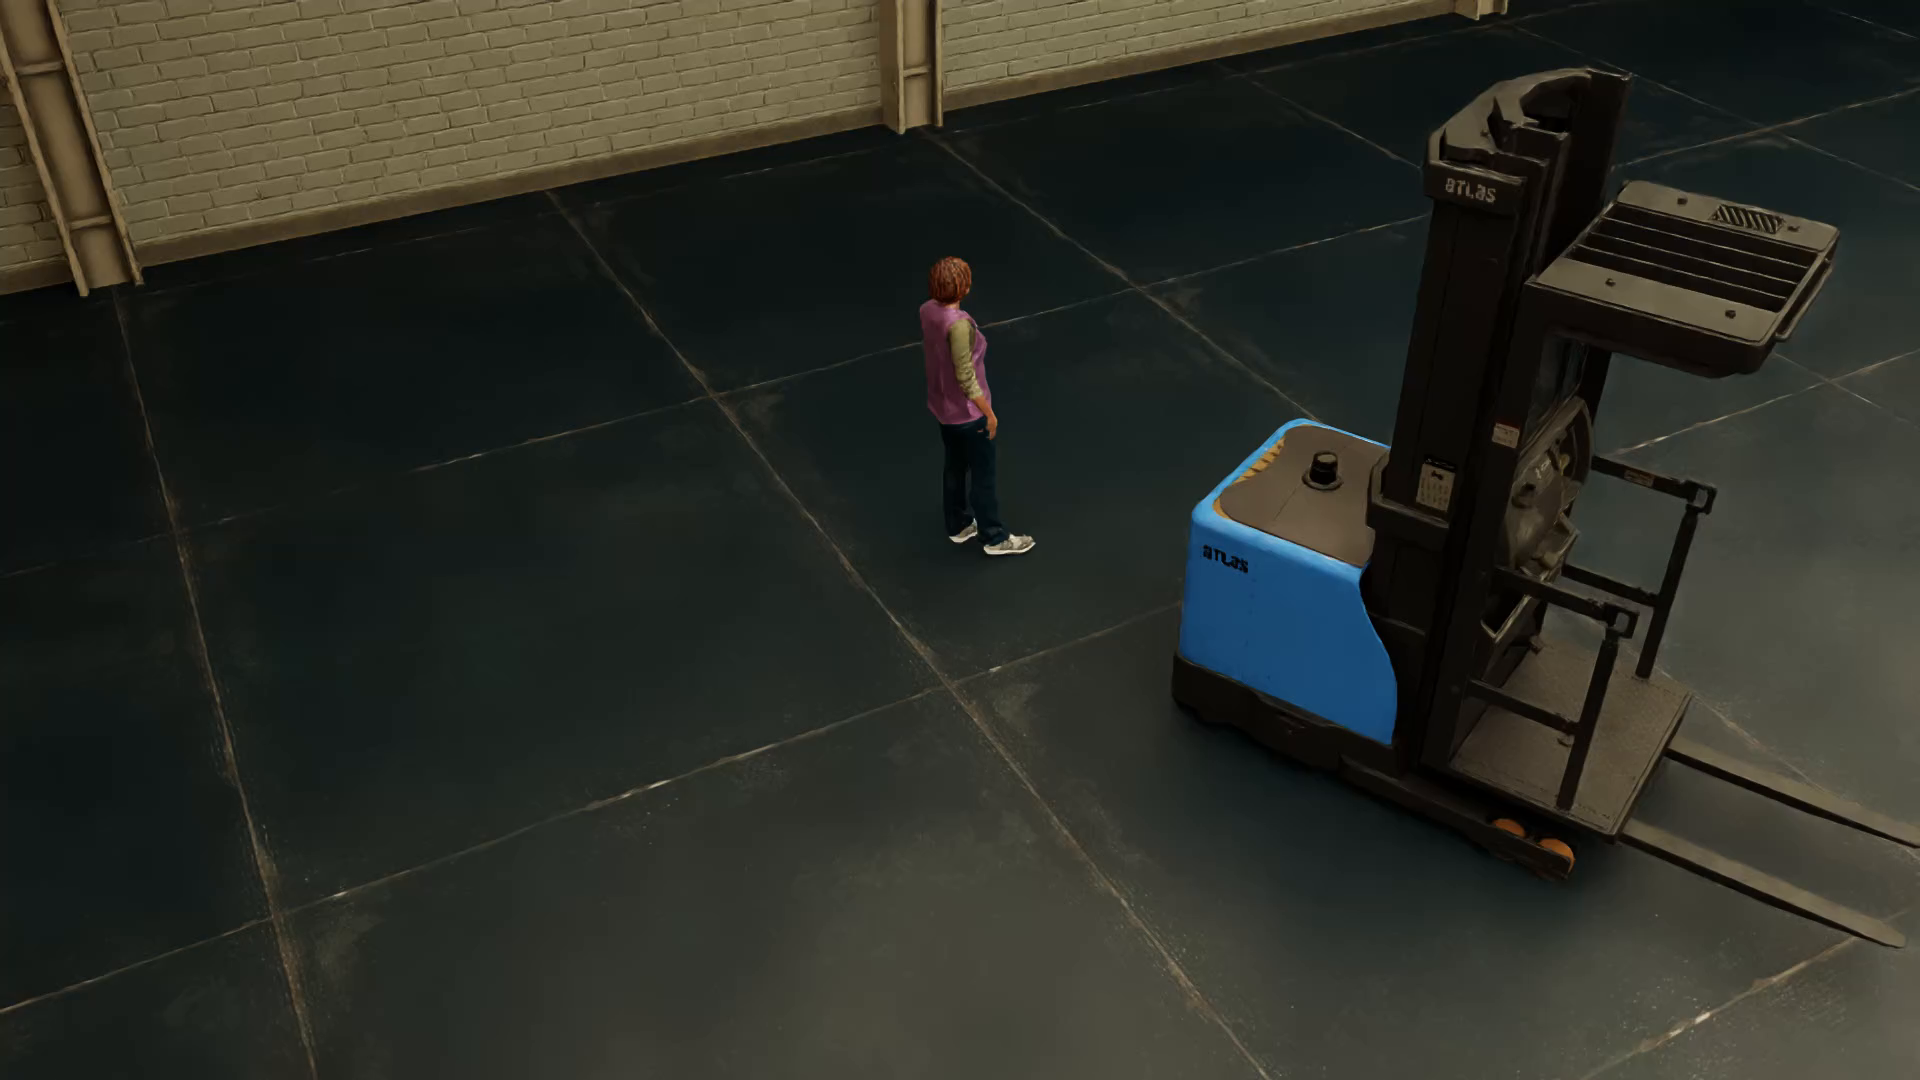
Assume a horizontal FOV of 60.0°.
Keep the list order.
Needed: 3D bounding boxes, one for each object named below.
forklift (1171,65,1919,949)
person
[{"bbox_3d":[2.454,-0.174,6.369,3.031,2.935,1.130,23,41,29],"label":"forklift"},{"bbox_3d":[0.072,-0.671,8.216,0.474,1.597,0.520,-17,39,-23],"label":"person"}]
